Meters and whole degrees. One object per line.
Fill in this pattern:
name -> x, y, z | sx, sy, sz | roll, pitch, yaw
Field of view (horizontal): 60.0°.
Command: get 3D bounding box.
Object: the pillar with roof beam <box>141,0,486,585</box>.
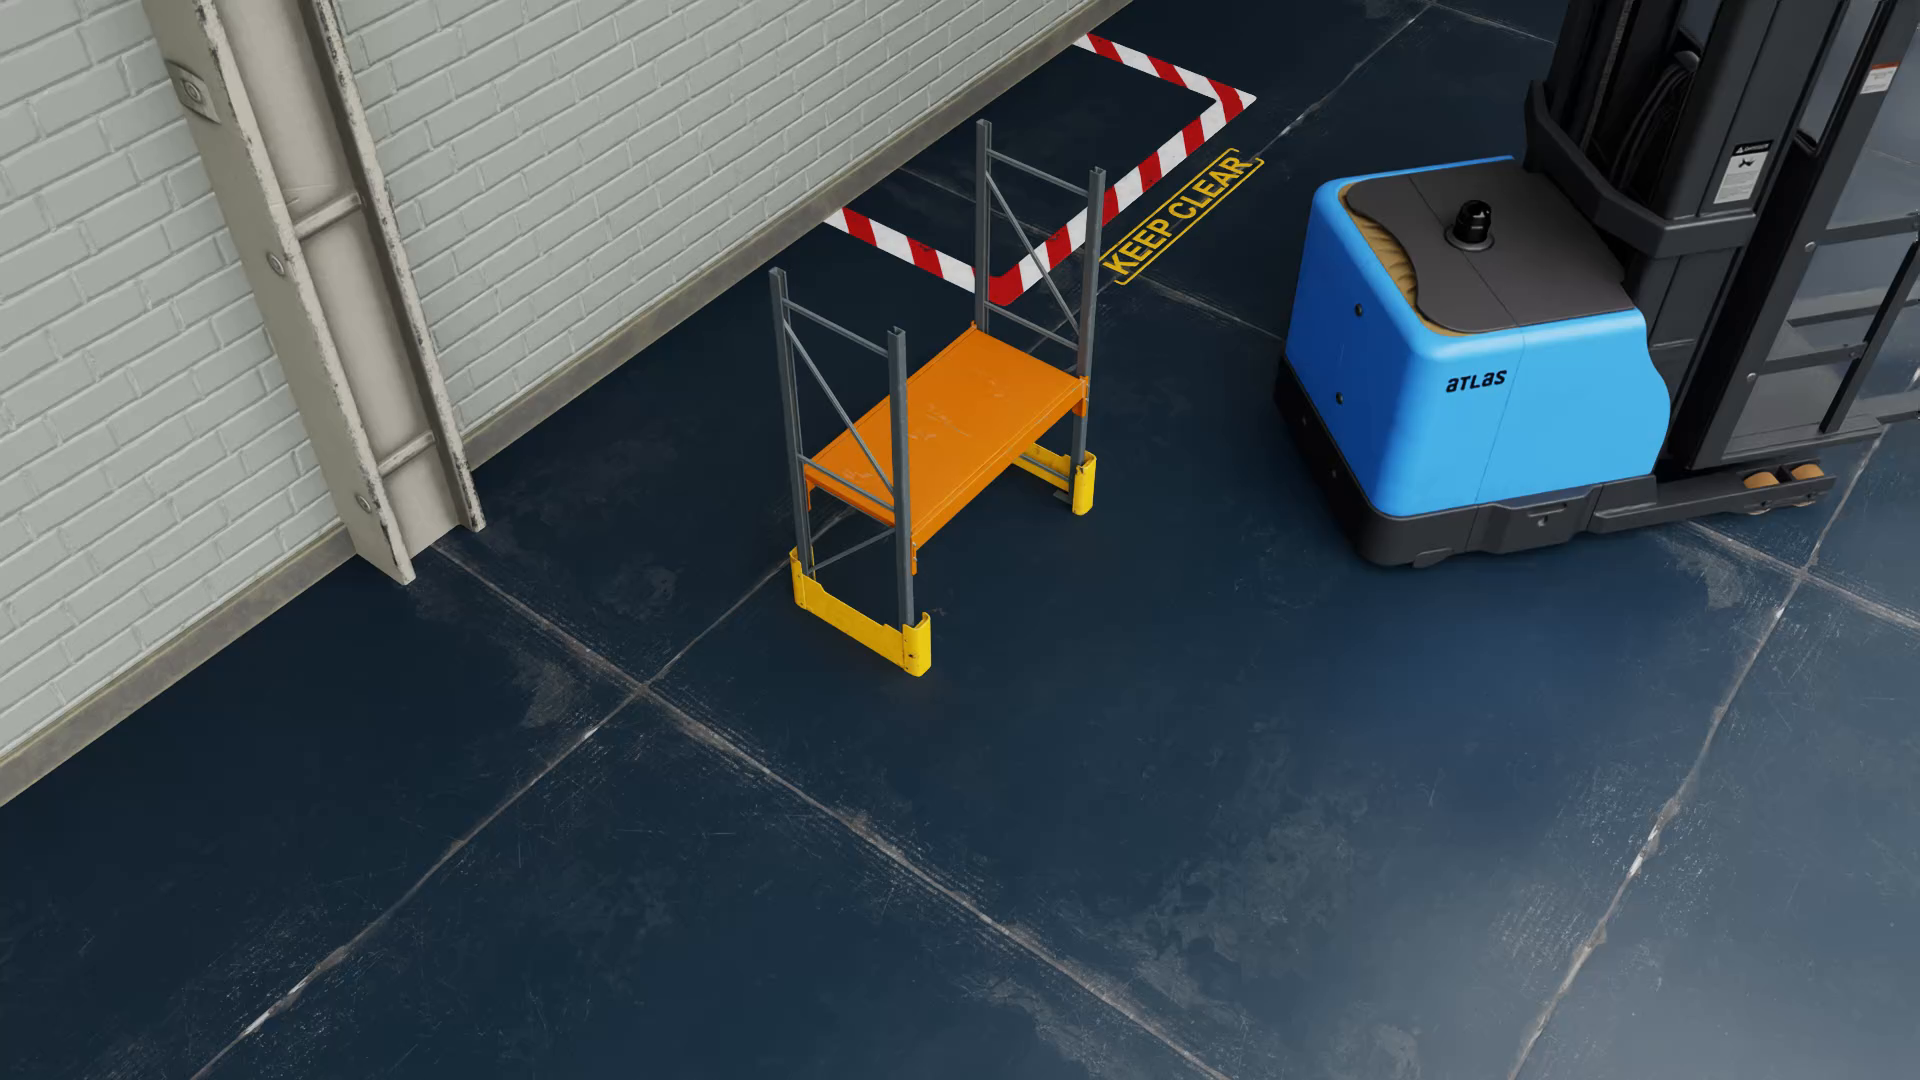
pillar with roof beam -> 1.372, -1.218, 1.191 | 9.100, 9.000, 0.400 | 29, 53, 25

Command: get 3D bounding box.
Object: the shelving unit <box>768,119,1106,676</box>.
shelving unit -> -0.047, -0.474, 5.666 | 0.587, 1.500, 1.083 | 29, 53, 25

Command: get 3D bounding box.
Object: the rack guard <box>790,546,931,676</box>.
rack guard -> -0.351, 0.242, 5.846 | 0.587, 0.250, 0.087 | 29, 53, 25

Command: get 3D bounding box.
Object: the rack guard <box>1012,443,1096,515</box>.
rack guard -> 0.258, -0.328, 6.390 | 0.587, 0.250, 0.087 | 29, 53, 25

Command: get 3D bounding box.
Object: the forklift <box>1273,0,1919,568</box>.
forklift -> 2.835, -1.473, 5.630 | 3.031, 2.935, 1.130 | -10, 47, -9

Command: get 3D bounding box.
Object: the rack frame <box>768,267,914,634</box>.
rack frame -> -0.363, -0.178, 5.383 | 0.500, 1.500, 0.032 | 29, 53, 25

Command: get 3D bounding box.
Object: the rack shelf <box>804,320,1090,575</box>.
rack shelf -> -0.052, -0.345, 5.791 | 0.538, 0.185, 1.000 | 29, 53, 25

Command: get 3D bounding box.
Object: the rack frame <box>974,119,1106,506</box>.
rack frame -> 0.259, -0.760, 5.939 | 0.500, 1.500, 0.032 | 29, 53, 25
